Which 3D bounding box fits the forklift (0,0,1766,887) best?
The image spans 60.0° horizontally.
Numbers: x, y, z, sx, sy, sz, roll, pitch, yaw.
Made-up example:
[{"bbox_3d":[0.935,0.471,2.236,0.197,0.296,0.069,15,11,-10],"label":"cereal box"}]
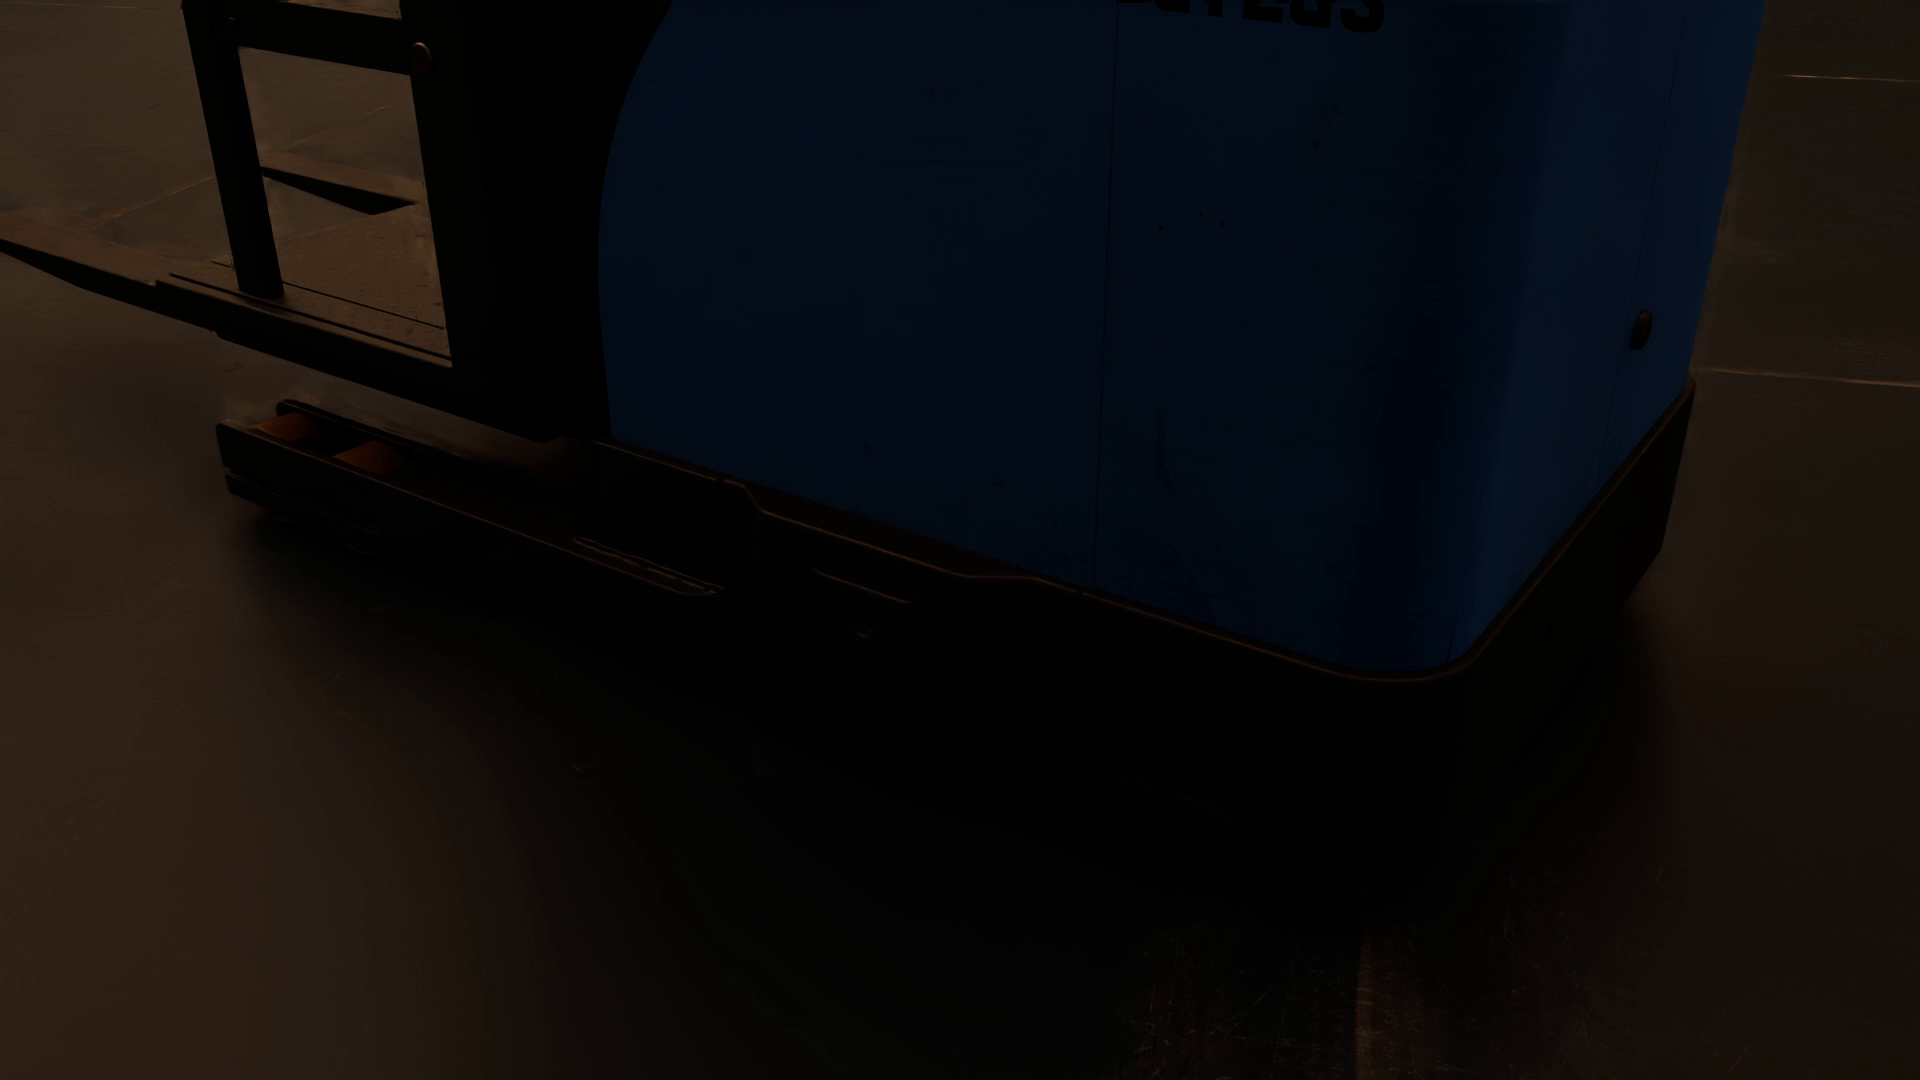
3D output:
[{"bbox_3d":[-0.513,-1.462,2.143,3.031,2.935,1.130,17,32,31],"label":"forklift"}]
